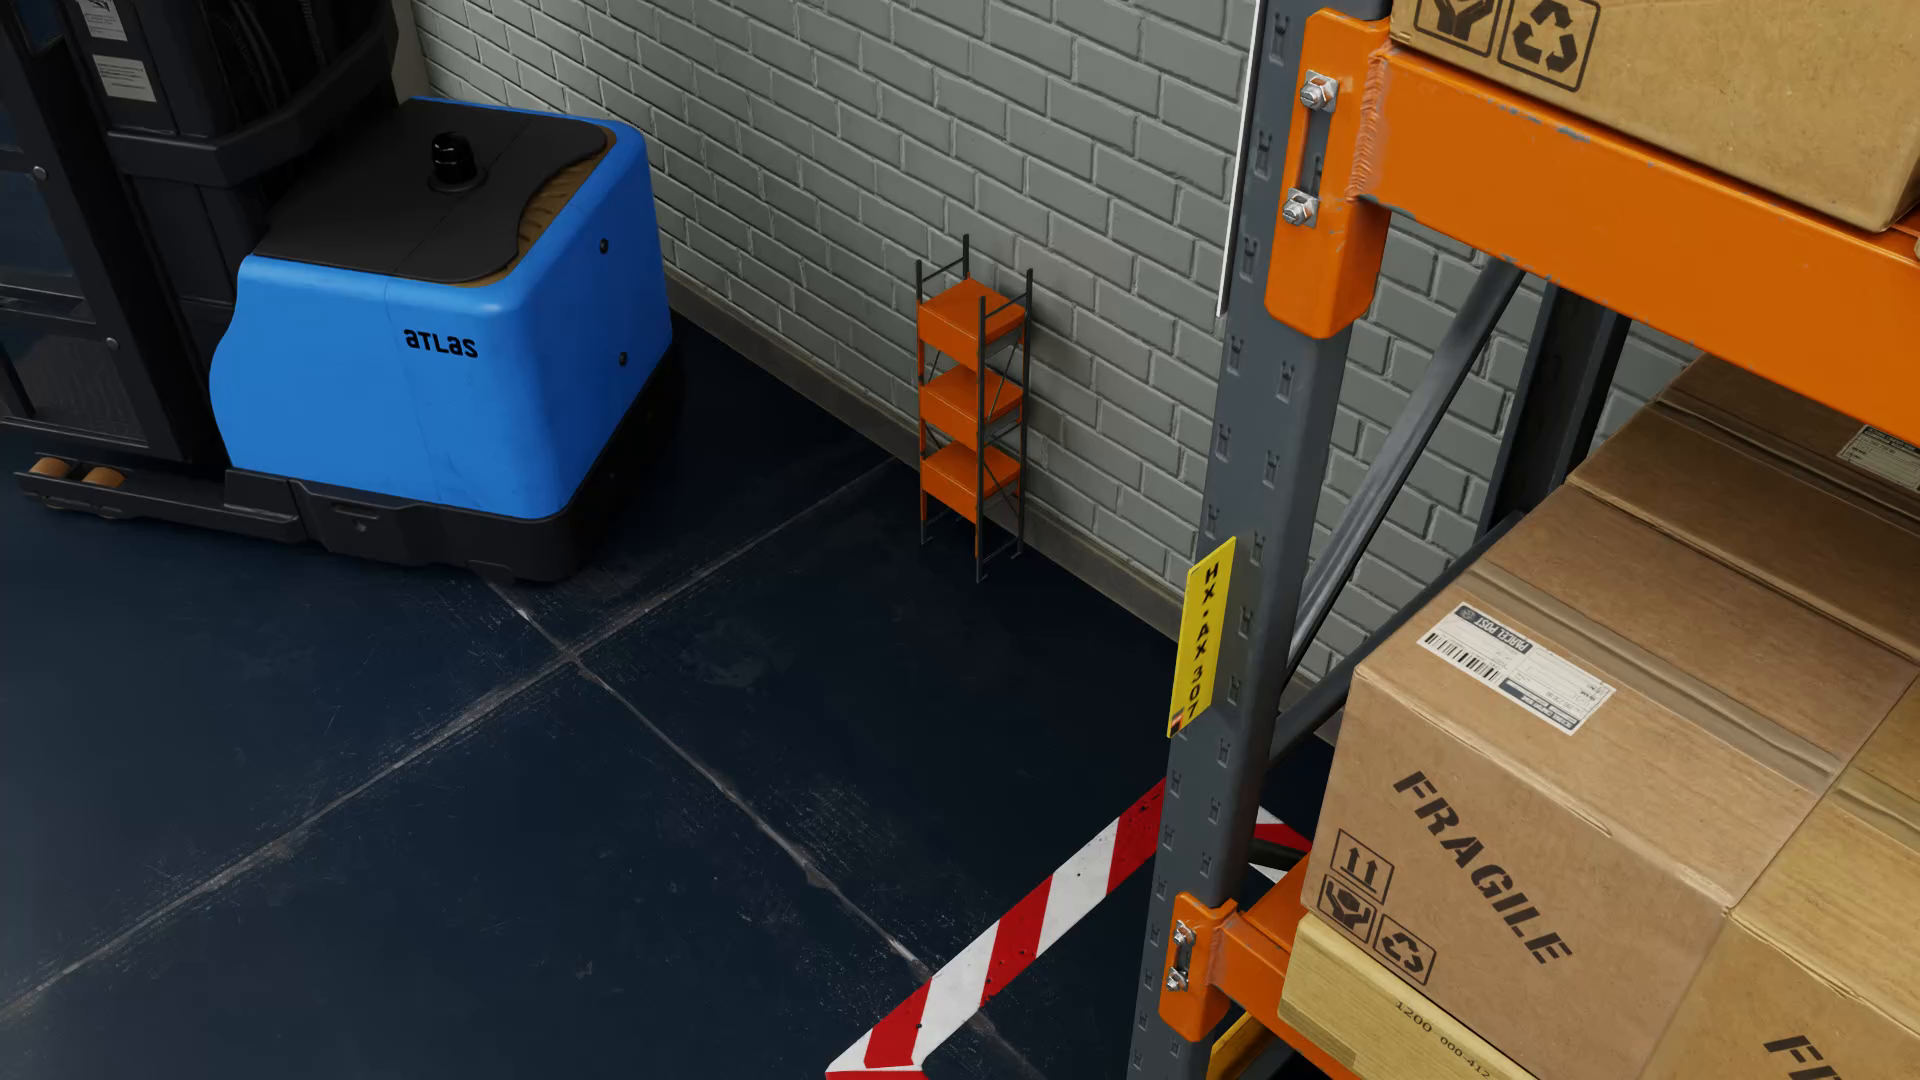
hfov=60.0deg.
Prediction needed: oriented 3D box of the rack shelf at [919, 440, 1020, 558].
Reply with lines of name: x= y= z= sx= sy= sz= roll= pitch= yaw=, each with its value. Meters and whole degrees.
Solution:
rack shelf: x=0.038 y=-0.148 z=5.062 sx=0.215 sy=0.259 sz=0.240 roll=-34 pitch=53 yaw=-31

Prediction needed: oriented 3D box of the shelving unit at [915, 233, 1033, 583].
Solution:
shelving unit: x=0.038 y=-0.360 z=4.866 sx=0.215 sy=1.050 sz=0.252 roll=-34 pitch=53 yaw=-31

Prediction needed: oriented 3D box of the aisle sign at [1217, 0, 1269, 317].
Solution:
aisle sign: x=0.449 y=-0.652 z=1.830 sx=0.394 sy=0.787 sz=0.004 roll=-34 pitch=53 yaw=-31

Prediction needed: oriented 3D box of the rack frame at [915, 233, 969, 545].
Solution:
rack frame: x=-0.048 y=-0.418 z=4.929 sx=0.200 sy=1.050 sz=0.008 roll=-34 pitch=53 yaw=-31

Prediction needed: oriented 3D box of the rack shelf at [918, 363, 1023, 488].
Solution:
rack shelf: x=0.038 y=-0.352 z=4.873 sx=0.215 sy=0.259 sz=0.240 roll=-34 pitch=53 yaw=-31

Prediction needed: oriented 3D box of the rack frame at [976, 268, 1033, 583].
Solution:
rack frame: x=0.124 y=-0.301 z=4.802 sx=0.200 sy=1.050 sz=0.008 roll=-34 pitch=53 yaw=-31

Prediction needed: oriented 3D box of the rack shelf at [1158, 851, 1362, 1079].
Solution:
rack shelf: x=2.124 y=1.419 z=2.034 sx=1.077 sy=0.370 sz=4.000 roll=-34 pitch=53 yaw=-31

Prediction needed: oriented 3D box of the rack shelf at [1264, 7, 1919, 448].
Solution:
rack shelf: x=2.124 y=0.317 z=1.016 sx=1.077 sy=0.370 sz=4.000 roll=-34 pitch=53 yaw=-31

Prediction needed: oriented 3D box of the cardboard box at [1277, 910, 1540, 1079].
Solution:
cardboard box: x=0.832 y=0.628 z=2.456 sx=0.500 sy=0.250 sz=0.500 roll=33 pitch=52 yaw=30

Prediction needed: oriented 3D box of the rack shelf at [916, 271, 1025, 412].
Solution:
rack shelf: x=0.038 y=-0.561 z=4.680 sx=0.215 sy=0.259 sz=0.240 roll=-34 pitch=53 yaw=-31

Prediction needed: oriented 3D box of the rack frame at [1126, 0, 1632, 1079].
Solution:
rack frame: x=0.712 y=0.194 z=2.830 sx=1.000 sy=3.000 sz=0.127 roll=-34 pitch=53 yaw=-31

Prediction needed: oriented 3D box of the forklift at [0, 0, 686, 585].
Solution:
forklift: x=-2.511 y=-1.481 z=4.693 sx=3.031 sy=2.935 sz=1.130 roll=10 pitch=44 yaw=10

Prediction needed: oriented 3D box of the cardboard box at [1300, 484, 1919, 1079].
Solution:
cardboard box: x=0.836 y=0.340 z=2.216 sx=0.500 sy=0.500 sz=0.500 roll=-34 pitch=53 yaw=-31

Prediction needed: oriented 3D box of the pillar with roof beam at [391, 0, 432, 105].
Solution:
pillar with roof beam: x=-5.467 y=-2.908 z=1.766 sx=9.100 sy=9.000 sz=0.400 roll=-34 pitch=53 yaw=-31

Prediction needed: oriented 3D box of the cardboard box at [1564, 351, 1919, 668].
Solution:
cardboard box: x=1.195 y=0.091 z=2.485 sx=0.500 sy=0.500 sz=0.500 roll=34 pitch=52 yaw=31

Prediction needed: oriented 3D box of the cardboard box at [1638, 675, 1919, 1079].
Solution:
cardboard box: x=1.178 y=0.582 z=1.953 sx=0.500 sy=0.500 sz=0.500 roll=-34 pitch=52 yaw=-31

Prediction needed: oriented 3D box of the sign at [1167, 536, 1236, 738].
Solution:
sign: x=0.328 y=0.136 z=2.255 sx=0.100 sy=0.325 sz=0.005 roll=-34 pitch=53 yaw=-31

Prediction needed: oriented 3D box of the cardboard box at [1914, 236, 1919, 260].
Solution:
cardboard box: x=1.125 y=-0.396 z=1.170 sx=0.500 sy=0.500 sz=0.500 roll=-31 pitch=51 yaw=-29

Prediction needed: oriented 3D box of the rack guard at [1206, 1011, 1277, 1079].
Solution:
rack guard: x=0.766 y=1.148 z=3.639 sx=1.175 sy=0.500 sz=0.348 roll=-34 pitch=53 yaw=-31

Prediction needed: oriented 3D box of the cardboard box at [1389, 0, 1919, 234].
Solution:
cardboard box: x=0.771 y=-0.671 z=1.468 sx=0.500 sy=0.500 sz=0.500 roll=-33 pitch=52 yaw=-30
